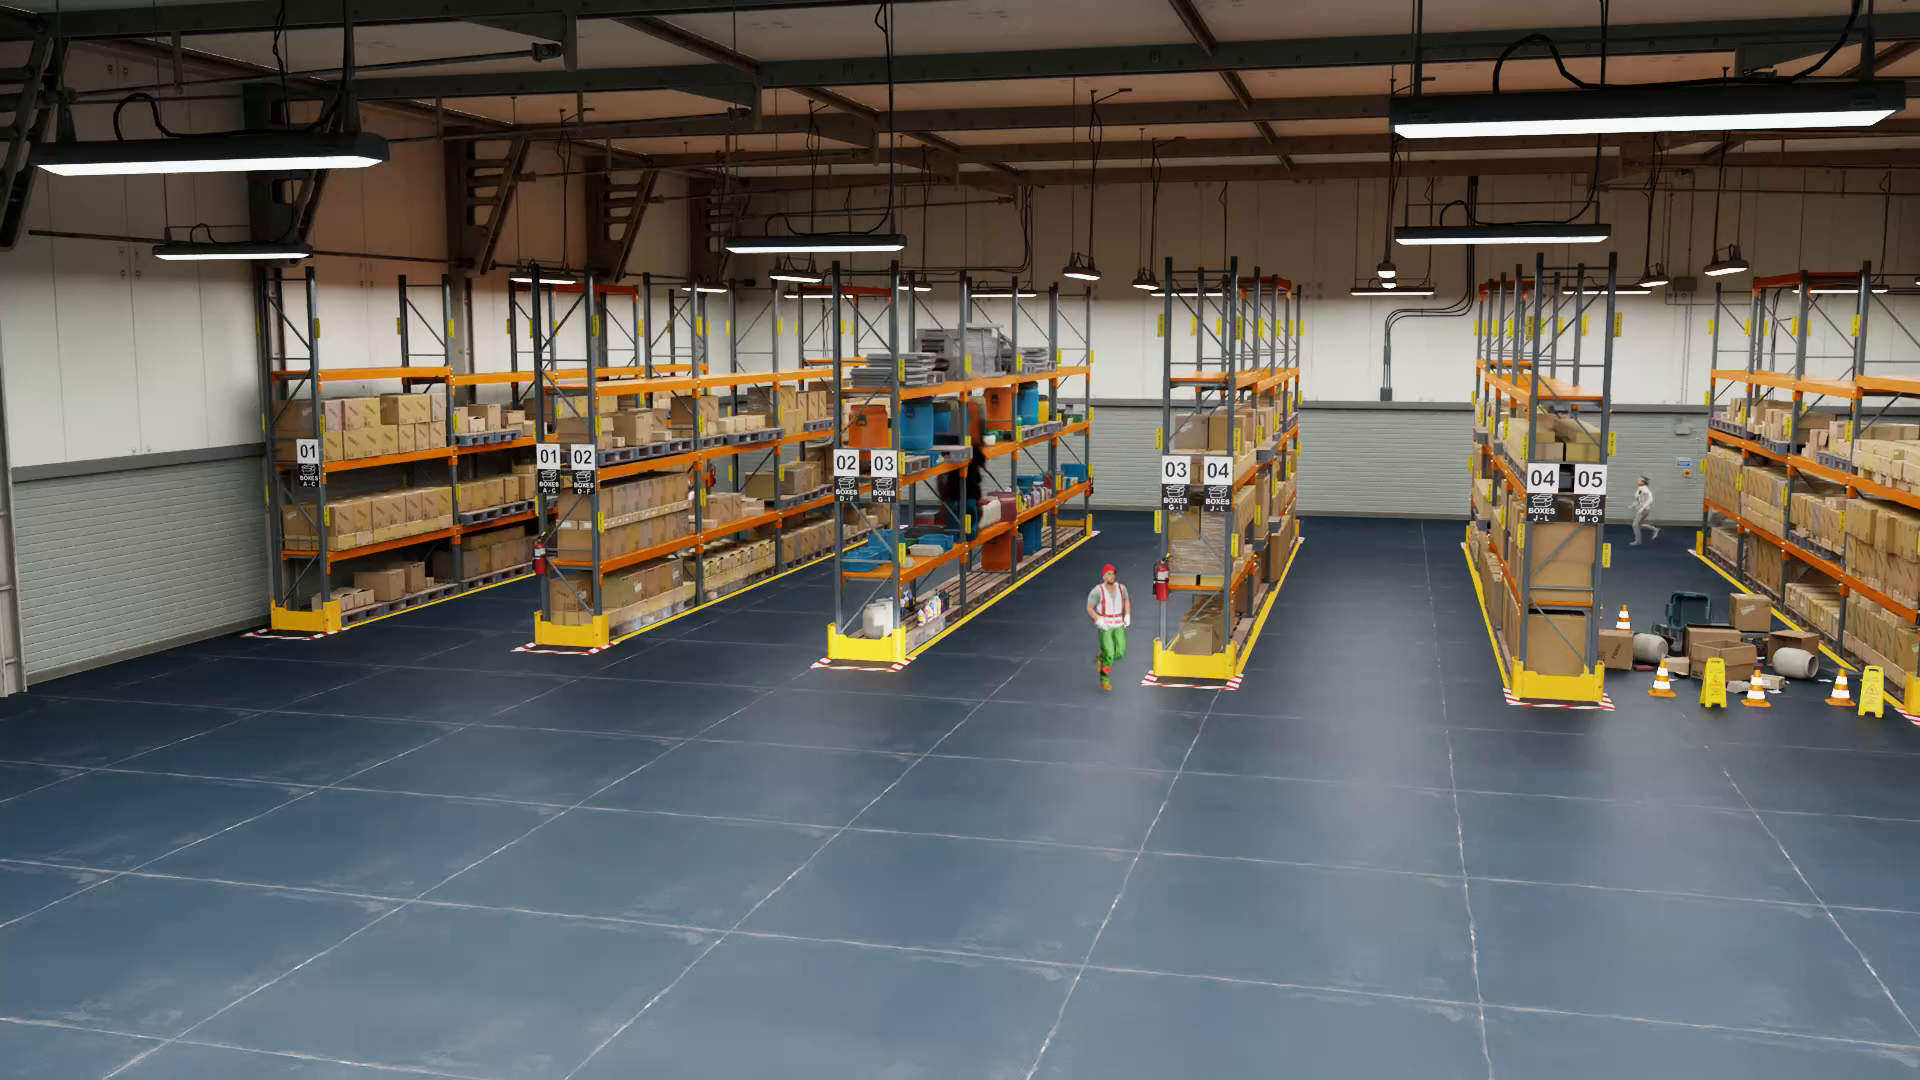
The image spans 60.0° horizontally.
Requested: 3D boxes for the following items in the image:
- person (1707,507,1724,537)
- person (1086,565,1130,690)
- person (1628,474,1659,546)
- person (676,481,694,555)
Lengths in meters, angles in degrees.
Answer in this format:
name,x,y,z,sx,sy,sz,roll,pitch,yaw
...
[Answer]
name,x,y,z,sx,sy,sz,roll,pitch,yaw
person,17.332,-0.698,37.887,0.778,1.660,0.737,5,9,35
person,2.079,1.202,23.276,0.687,1.754,0.666,-3,8,-21
person,15.898,-0.693,38.526,0.693,1.653,0.606,1,7,5
person,-5.874,-0.414,35.897,0.649,1.791,1.156,1,7,11
